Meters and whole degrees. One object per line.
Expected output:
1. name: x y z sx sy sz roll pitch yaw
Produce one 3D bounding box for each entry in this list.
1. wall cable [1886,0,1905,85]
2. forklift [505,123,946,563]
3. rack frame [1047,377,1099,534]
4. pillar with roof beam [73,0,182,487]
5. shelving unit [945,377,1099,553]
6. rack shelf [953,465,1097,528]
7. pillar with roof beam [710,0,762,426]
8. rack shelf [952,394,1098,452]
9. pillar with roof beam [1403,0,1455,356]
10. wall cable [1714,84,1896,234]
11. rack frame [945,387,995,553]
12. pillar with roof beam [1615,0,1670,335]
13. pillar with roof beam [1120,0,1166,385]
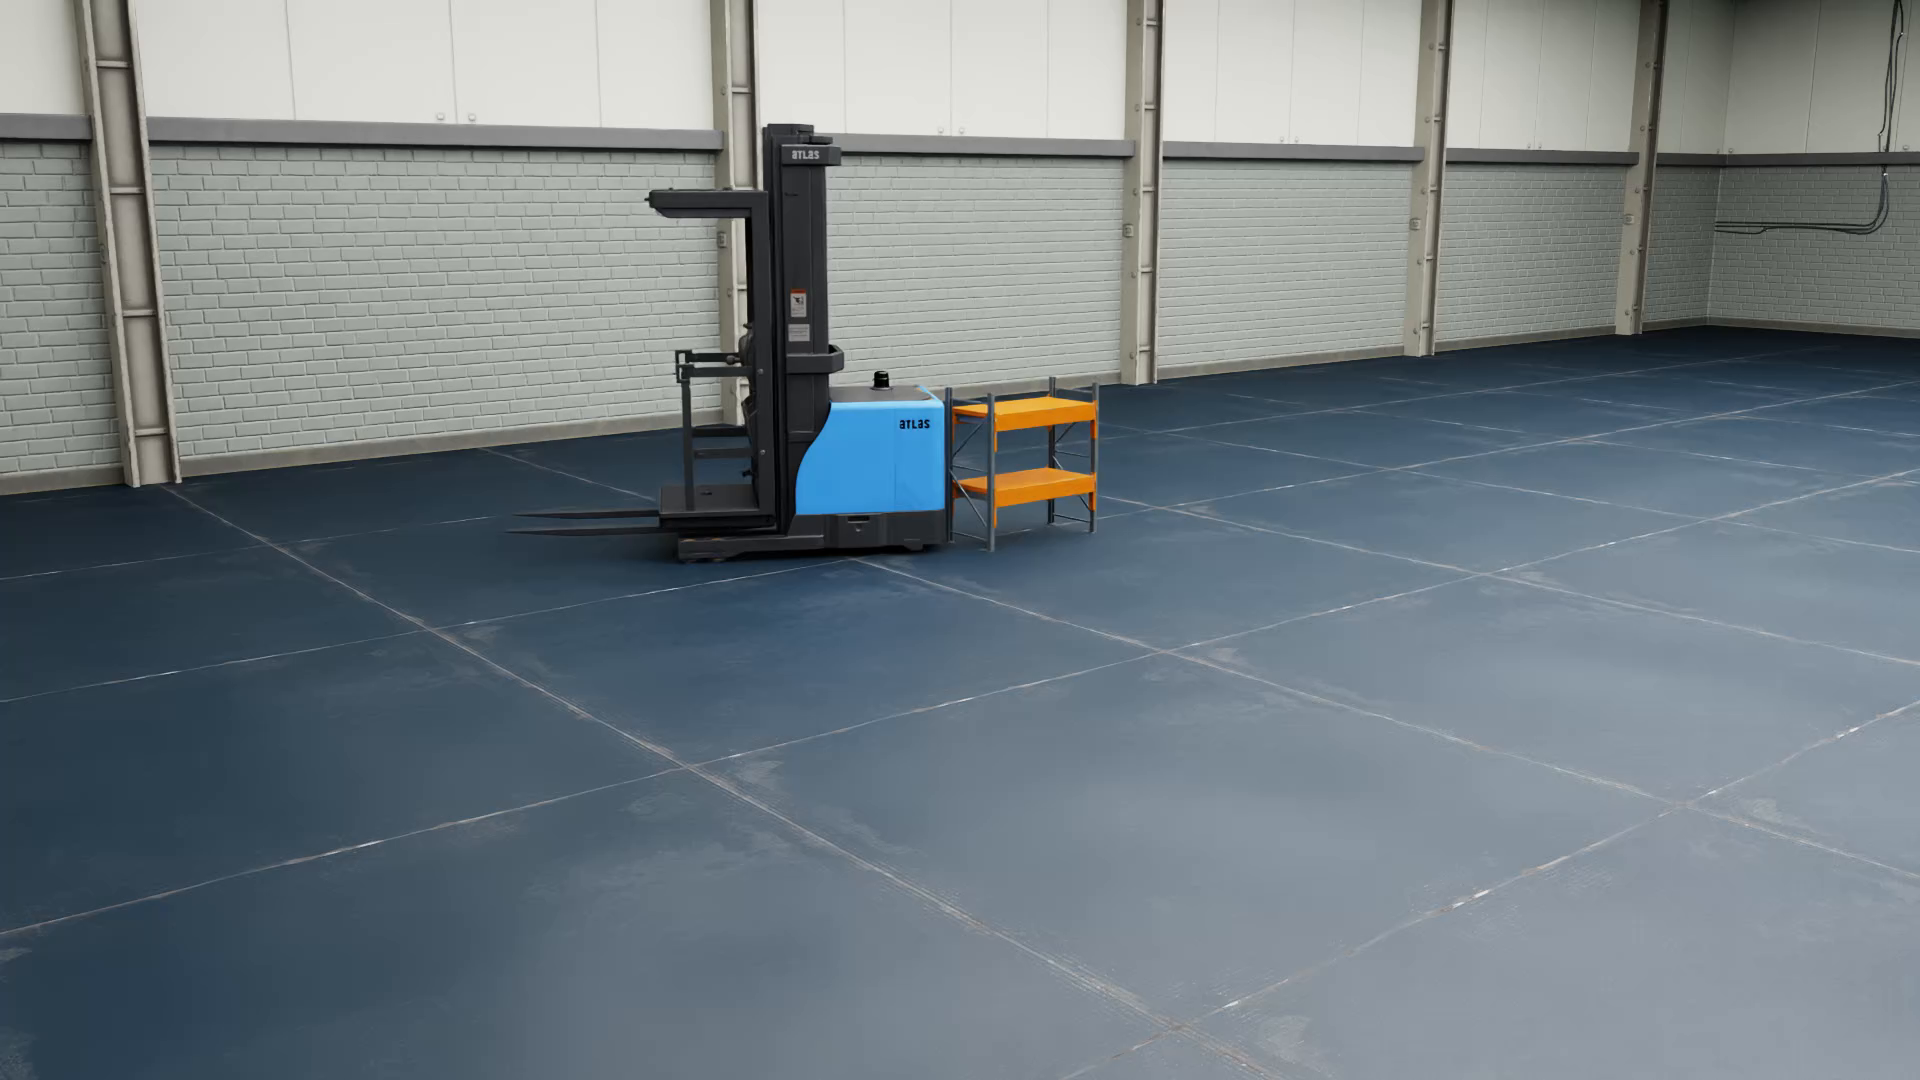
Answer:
1. wall cable: 16.526 -8.699 26.746 0.112 2.526 3.097 -9 15 -38
2. forklift: -1.662 -1.393 11.634 3.031 2.935 1.130 -2 12 -9
3. rack frame: 0.843 -0.638 12.425 0.032 1.125 0.500 -10 16 -39
4. pillar with roof beam: -4.342 -4.206 10.270 0.400 9.000 9.100 -9 15 -38
5. shelving unit: 0.456 -0.569 12.103 1.048 1.125 0.538 -10 16 -39
6. rack shelf: 0.456 -0.330 12.153 1.000 0.278 0.538 -10 16 -39
7. pillar with roof beam: 0.343 -4.984 13.937 0.400 9.000 9.100 -9 15 -38
8. rack shelf: 0.456 -0.856 12.042 1.000 0.278 0.538 -10 16 -39
9. pillar with roof beam: 9.713 -6.541 21.270 0.400 9.000 9.100 -9 15 -38
10. wall cable: 14.836 -6.667 29.337 0.112 2.526 3.097 -9 15 -38
11. rack frame: 0.069 -0.501 11.780 0.032 1.125 0.500 -10 16 -39
12. pillar with roof beam: 14.399 -7.320 24.936 0.400 9.000 9.100 -9 15 -38
13. pillar with roof beam: 5.028 -5.763 17.603 0.400 9.000 9.100 -9 15 -38
